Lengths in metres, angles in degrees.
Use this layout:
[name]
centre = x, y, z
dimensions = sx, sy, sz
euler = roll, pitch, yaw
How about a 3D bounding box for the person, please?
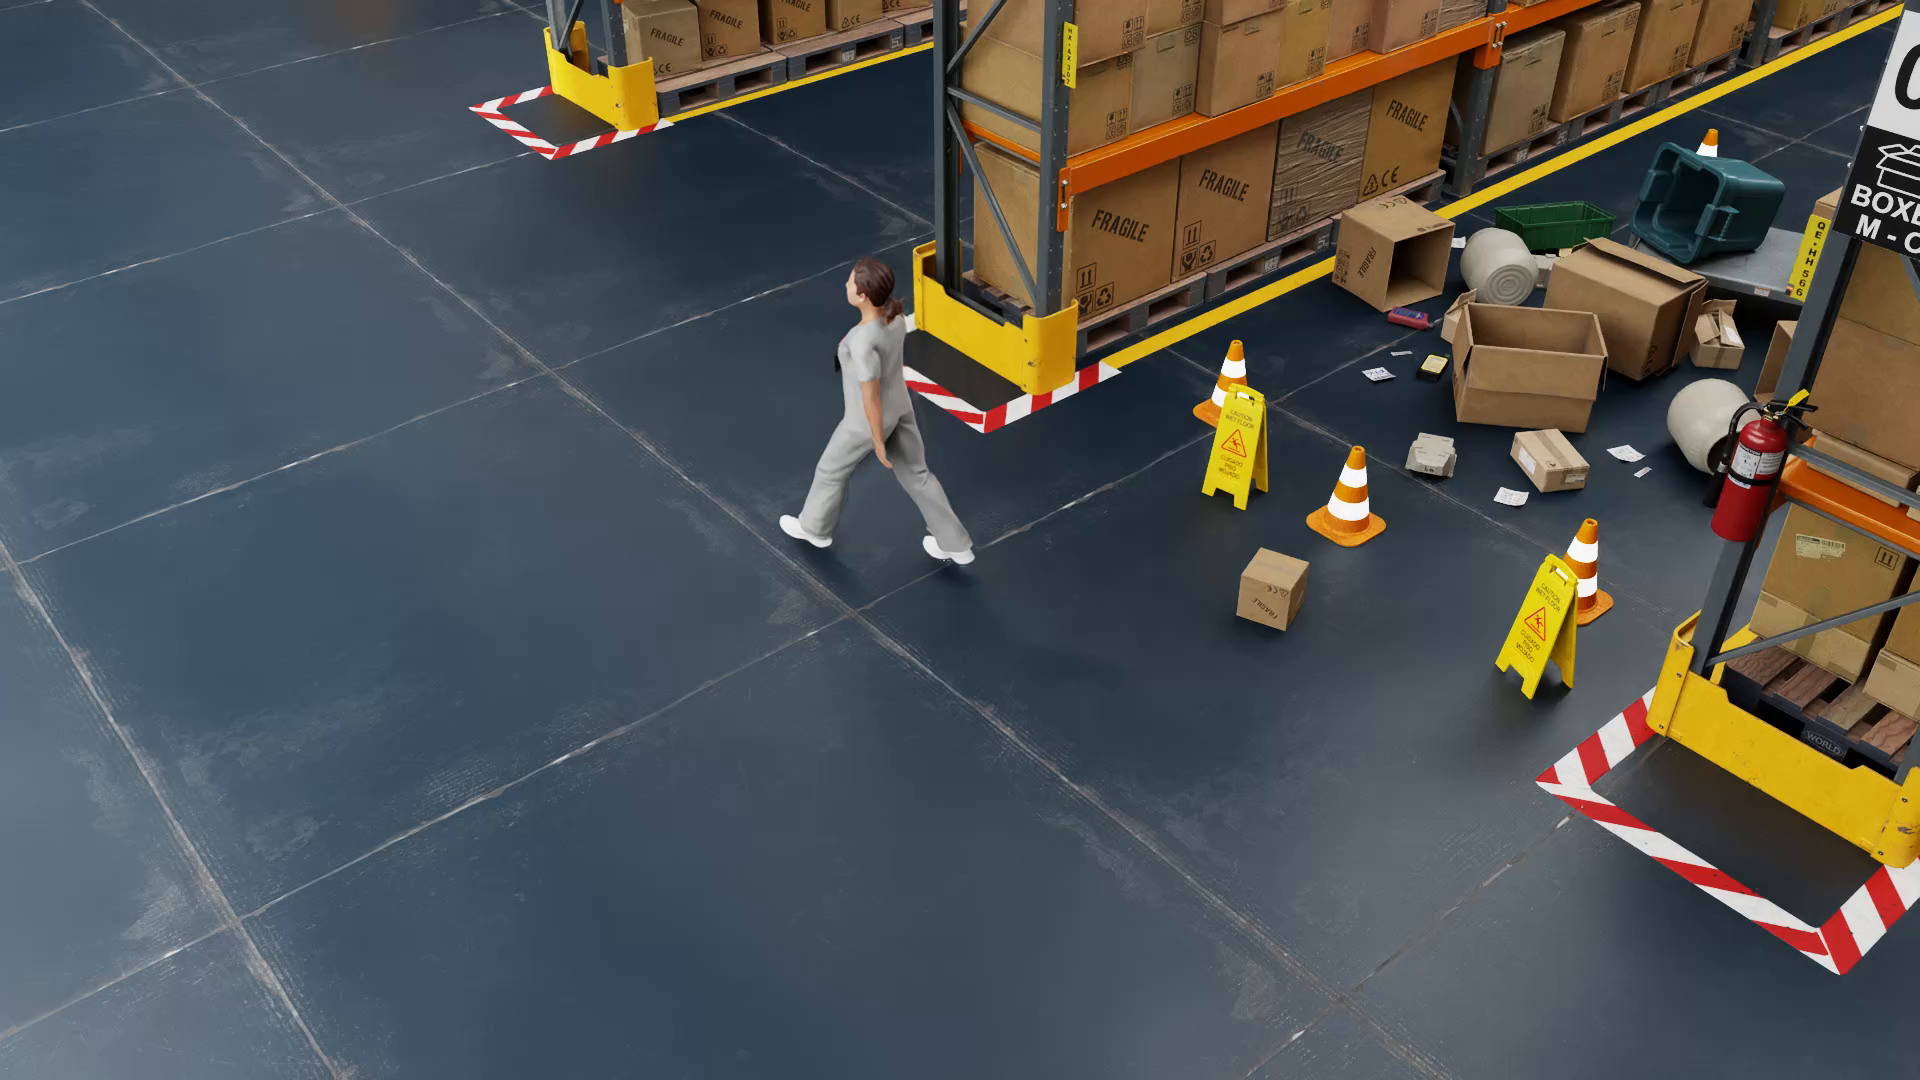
[person]
centre = -0.417, -0.609, 7.911
dimensions = 1.047, 1.610, 0.473
euler = 19, 40, 24
